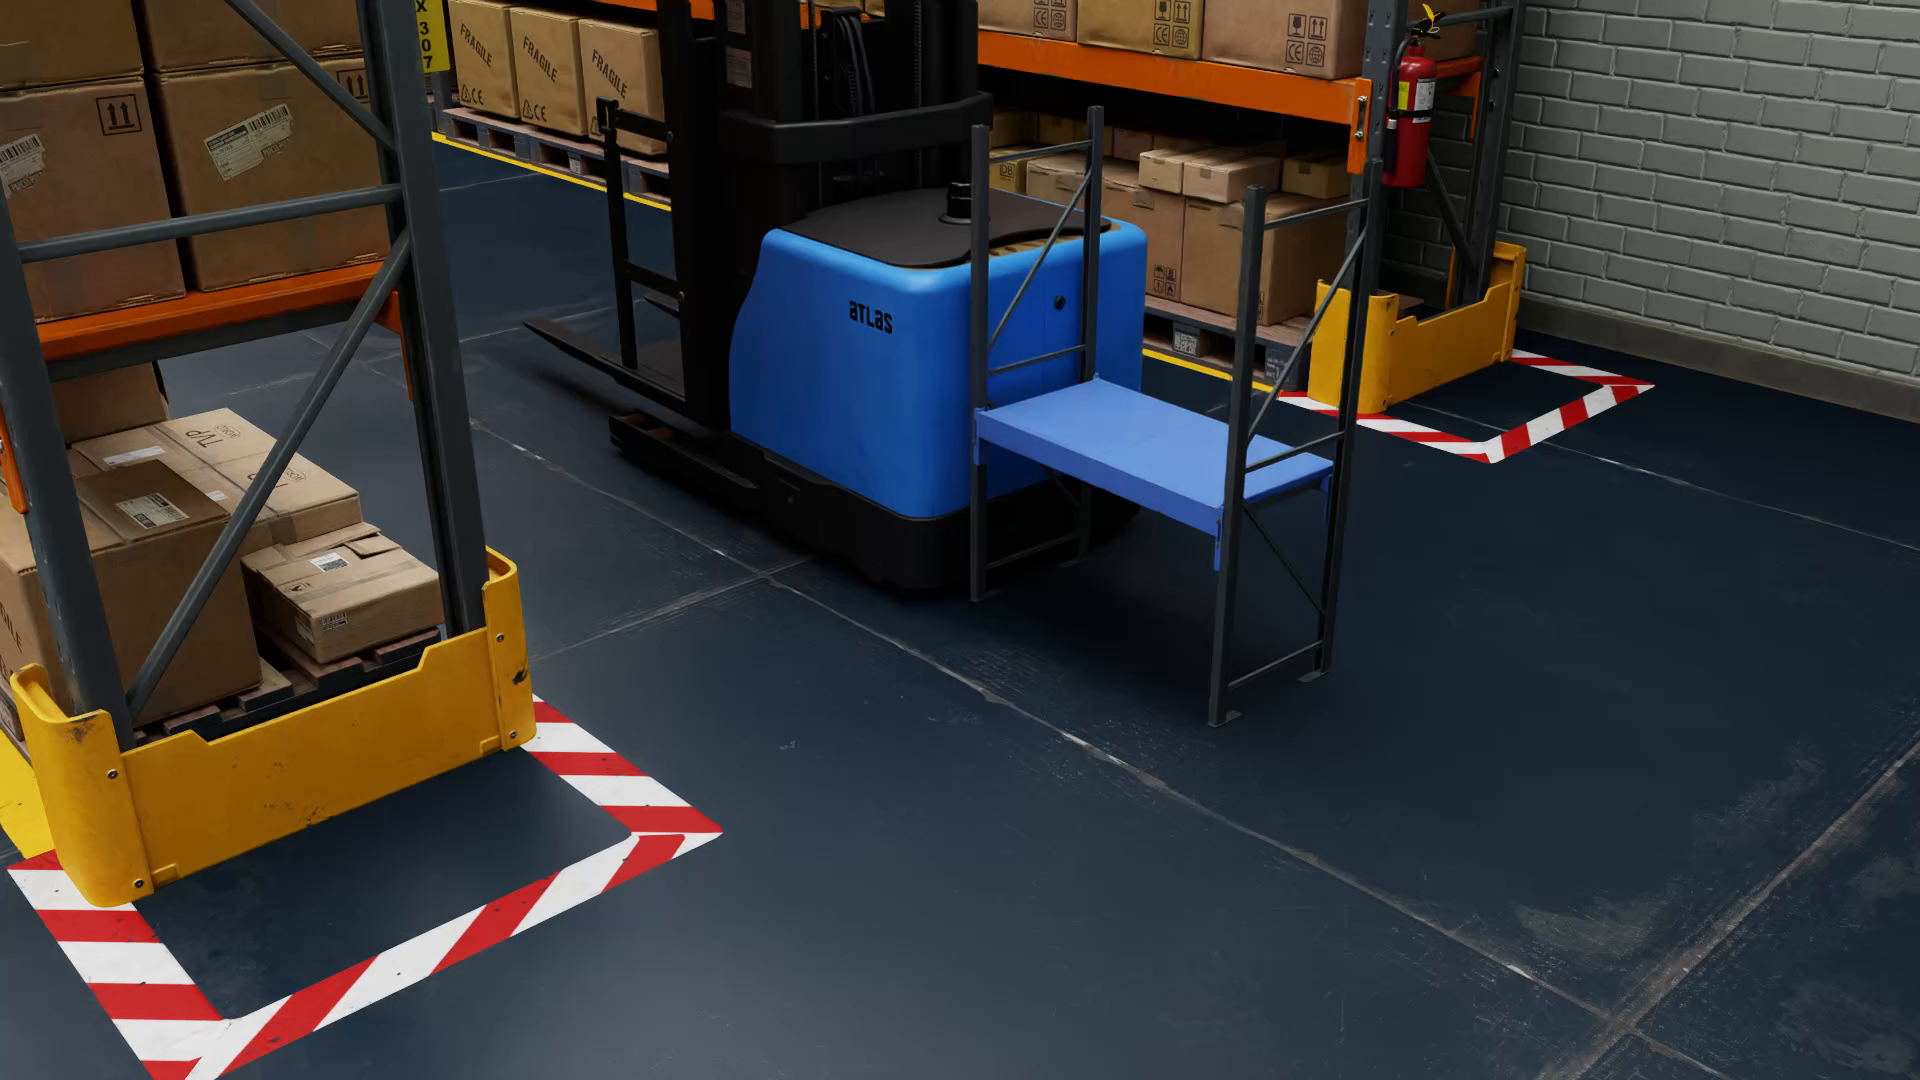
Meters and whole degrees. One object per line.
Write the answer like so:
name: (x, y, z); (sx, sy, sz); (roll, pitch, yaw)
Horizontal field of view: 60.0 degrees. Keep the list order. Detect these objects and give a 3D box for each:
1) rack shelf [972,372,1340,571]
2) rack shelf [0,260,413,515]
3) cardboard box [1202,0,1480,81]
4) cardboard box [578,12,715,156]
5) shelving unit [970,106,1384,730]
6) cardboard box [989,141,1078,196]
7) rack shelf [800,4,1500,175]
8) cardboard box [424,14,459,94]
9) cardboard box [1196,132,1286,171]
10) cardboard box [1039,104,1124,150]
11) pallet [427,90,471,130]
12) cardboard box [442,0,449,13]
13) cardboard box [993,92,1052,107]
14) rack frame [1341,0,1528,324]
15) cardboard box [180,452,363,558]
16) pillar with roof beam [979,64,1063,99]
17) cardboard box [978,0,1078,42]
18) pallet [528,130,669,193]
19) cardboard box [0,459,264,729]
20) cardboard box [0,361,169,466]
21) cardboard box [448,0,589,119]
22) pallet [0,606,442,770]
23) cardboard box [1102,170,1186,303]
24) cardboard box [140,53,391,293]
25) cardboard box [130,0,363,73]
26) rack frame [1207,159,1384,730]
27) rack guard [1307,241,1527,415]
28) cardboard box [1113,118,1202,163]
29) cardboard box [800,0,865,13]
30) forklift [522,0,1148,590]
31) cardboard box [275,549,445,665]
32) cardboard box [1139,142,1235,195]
rack shelf: (0.560, -0.227, 4.874); (0.538, 0.185, 1.000); (-19, 31, -36)
rack shelf: (-2.999, -0.970, 5.130); (1.077, 0.370, 4.000); (-21, 32, -38)
cardboard box: (1.626, -2.386, 7.005); (0.980, 0.700, 0.700); (-20, 31, -36)
cardboard box: (-1.901, -2.952, 10.690); (0.750, 0.750, 0.750); (-20, 31, -37)
shelving unit: (0.560, -0.391, 4.799); (0.538, 1.500, 1.048); (-19, 31, -36)
cardboard box: (0.374, -1.799, 8.585); (0.700, 0.500, 0.500); (-20, 31, -37)
rack shelf: (0.615, -2.377, 8.213); (1.077, 0.370, 4.000); (-21, 32, -38)
cardboard box: (-4.016, -3.788, 12.921); (0.700, 0.500, 0.500); (-21, 32, -38)
cardboard box: (1.315, -1.803, 7.812); (0.380, 0.149, 0.250); (-21, 32, -38)
cardboard box: (0.621, -2.110, 8.485); (0.380, 0.149, 0.250); (-22, 32, -39)
pallet: (-4.019, -3.490, 13.147); (1.003, 0.211, 1.213); (-21, 32, -38)
cardboard box: (-4.360, -4.320, 13.183); (0.500, 0.250, 0.500); (-20, 32, -38)
cardboard box: (0.272, -2.265, 8.825); (0.380, 0.149, 0.250); (-23, 33, -40)
rack frame: (1.982, -2.098, 6.735); (1.000, 3.000, 0.127); (-21, 32, -38)
cardboard box: (-2.138, -0.038, 5.001); (0.500, 0.250, 0.500); (-21, 32, -38)
pillar with roof beam: (-2.785, -4.851, 5.542); (9.100, 9.000, 0.400); (-21, 32, -38)
cardboard box: (0.606, -2.837, 7.994); (0.700, 0.700, 0.980); (22, 32, 39)
pallet: (-2.173, -2.623, 11.246); (1.003, 0.211, 1.213); (-21, 32, -38)
cardboard box: (-2.183, 0.151, 4.288); (0.500, 0.500, 0.500); (-21, 32, -38)
cardboard box: (-3.078, -0.400, 5.491); (0.797, 0.503, 0.637); (-21, 32, -38)
cardboard box: (-3.079, -3.475, 11.837); (0.750, 0.750, 0.750); (-22, 32, -39)
pallet: (-2.229, 0.313, 4.810); (1.003, 0.211, 1.213); (-21, 32, -38)
cardboard box: (1.088, -1.487, 7.902); (0.700, 0.500, 0.500); (-21, 32, -39)
cardboard box: (-1.743, -0.946, 4.090); (0.500, 0.500, 0.500); (-20, 32, -37)
cardboard box: (-1.743, -1.401, 3.883); (0.500, 0.500, 0.500); (-20, 31, -37)
rack frame: (0.888, -0.229, 4.446); (0.500, 1.500, 0.032); (-19, 31, -36)
rack guard: (1.998, -0.954, 7.238); (1.175, 0.500, 0.348); (-21, 32, -38)
cardboard box: (0.970, -1.956, 8.147); (0.380, 0.149, 0.250); (-21, 32, -38)
cardboard box: (-0.393, -3.277, 8.959); (0.980, 0.700, 0.700); (-21, 32, -38)
forklift: (-0.706, -1.714, 5.975); (1.130, 2.935, 3.031); (-19, 31, -36)
cardboard box: (-1.667, 0.181, 4.644); (0.380, 0.149, 0.250); (-21, 32, -38)
cardboard box: (1.034, -1.695, 7.576); (0.380, 0.149, 0.250); (-20, 31, -37)
